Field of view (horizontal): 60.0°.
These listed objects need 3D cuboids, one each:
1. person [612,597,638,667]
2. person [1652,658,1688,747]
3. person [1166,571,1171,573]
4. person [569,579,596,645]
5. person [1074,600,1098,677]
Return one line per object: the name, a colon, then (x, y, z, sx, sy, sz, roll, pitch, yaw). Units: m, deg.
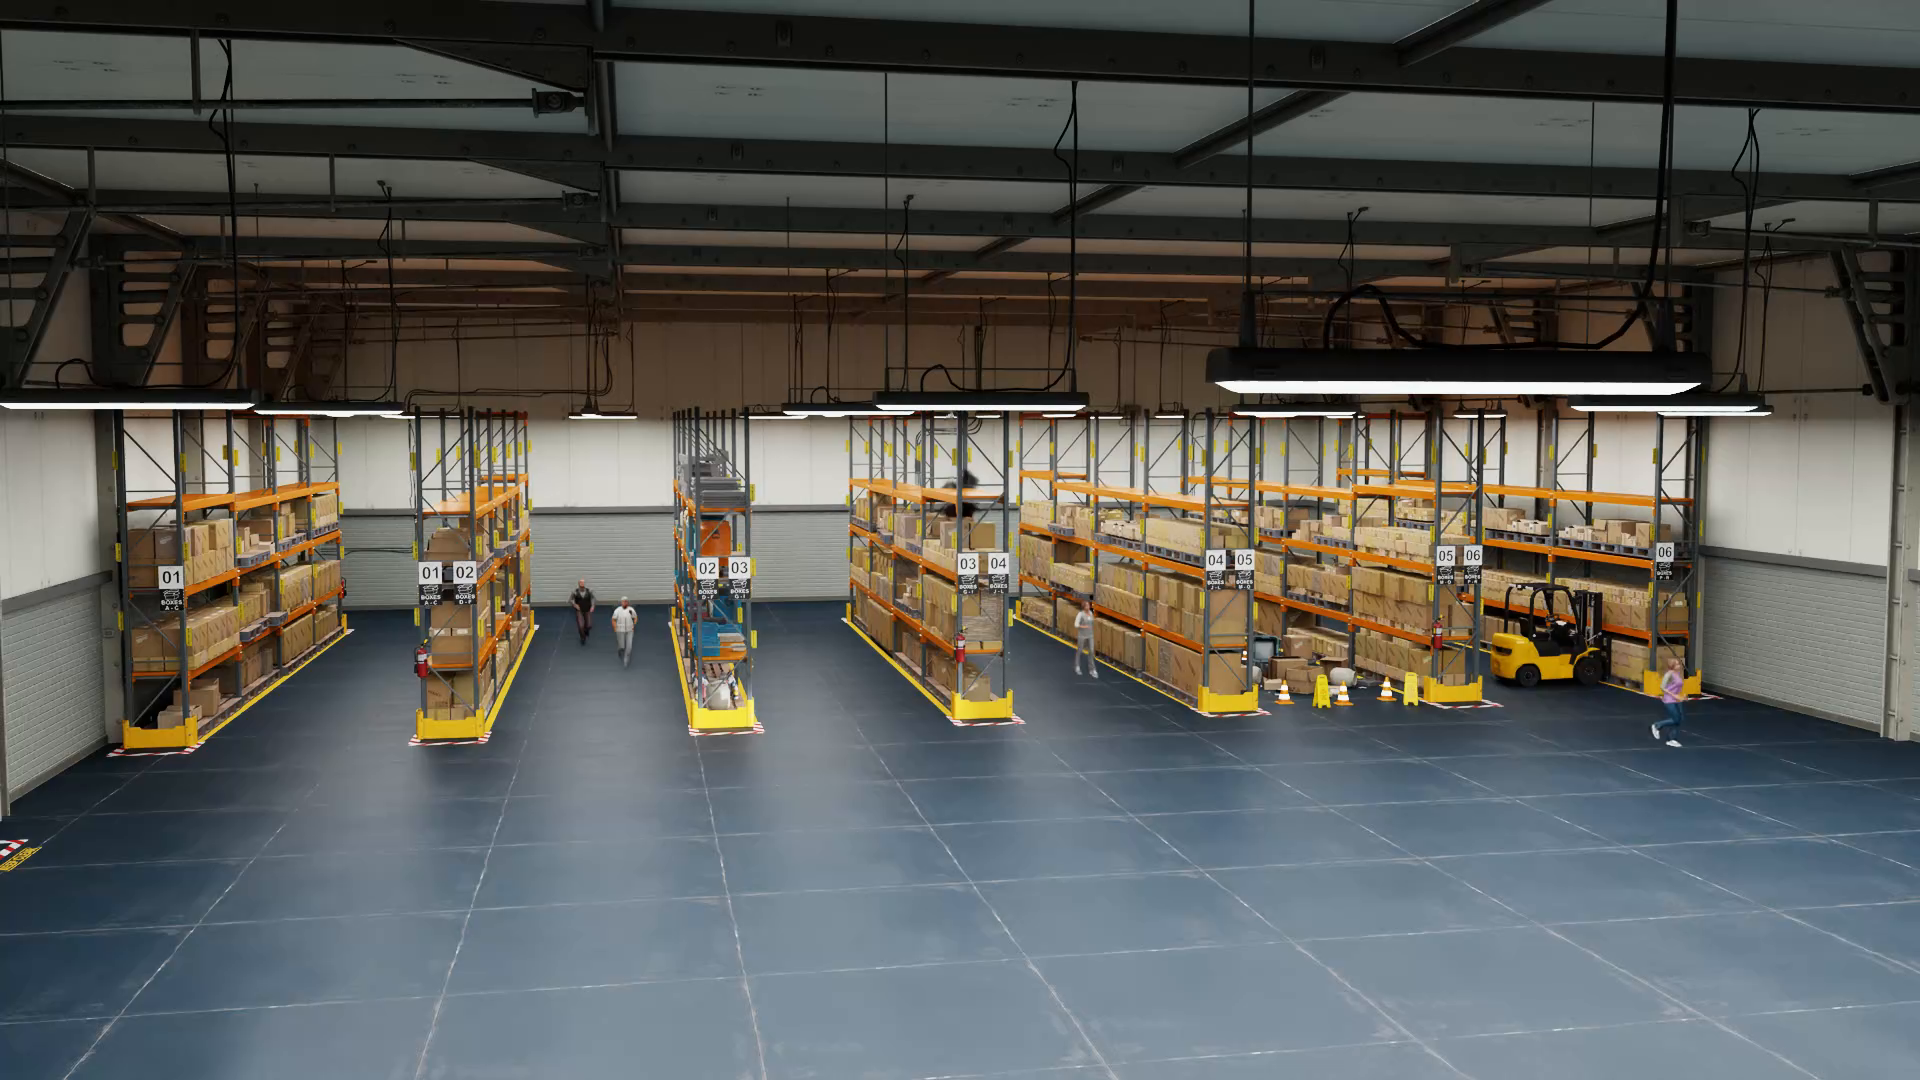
person: (-7.881, 2.145, 39.138, 0.614, 1.631, 0.564, -1, 4, -18)
person: (12.541, 2.858, 29.368, 0.534, 1.553, 0.557, -4, 5, -42)
person: (5.535, 1.697, 44.428, 0.666, 1.765, 1.103, -1, 4, -19)
person: (-9.723, 1.848, 42.863, 0.702, 1.683, 0.583, -2, 4, -23)
person: (2.678, 2.093, 35.545, 0.540, 1.616, 0.816, -2, 4, -24)
